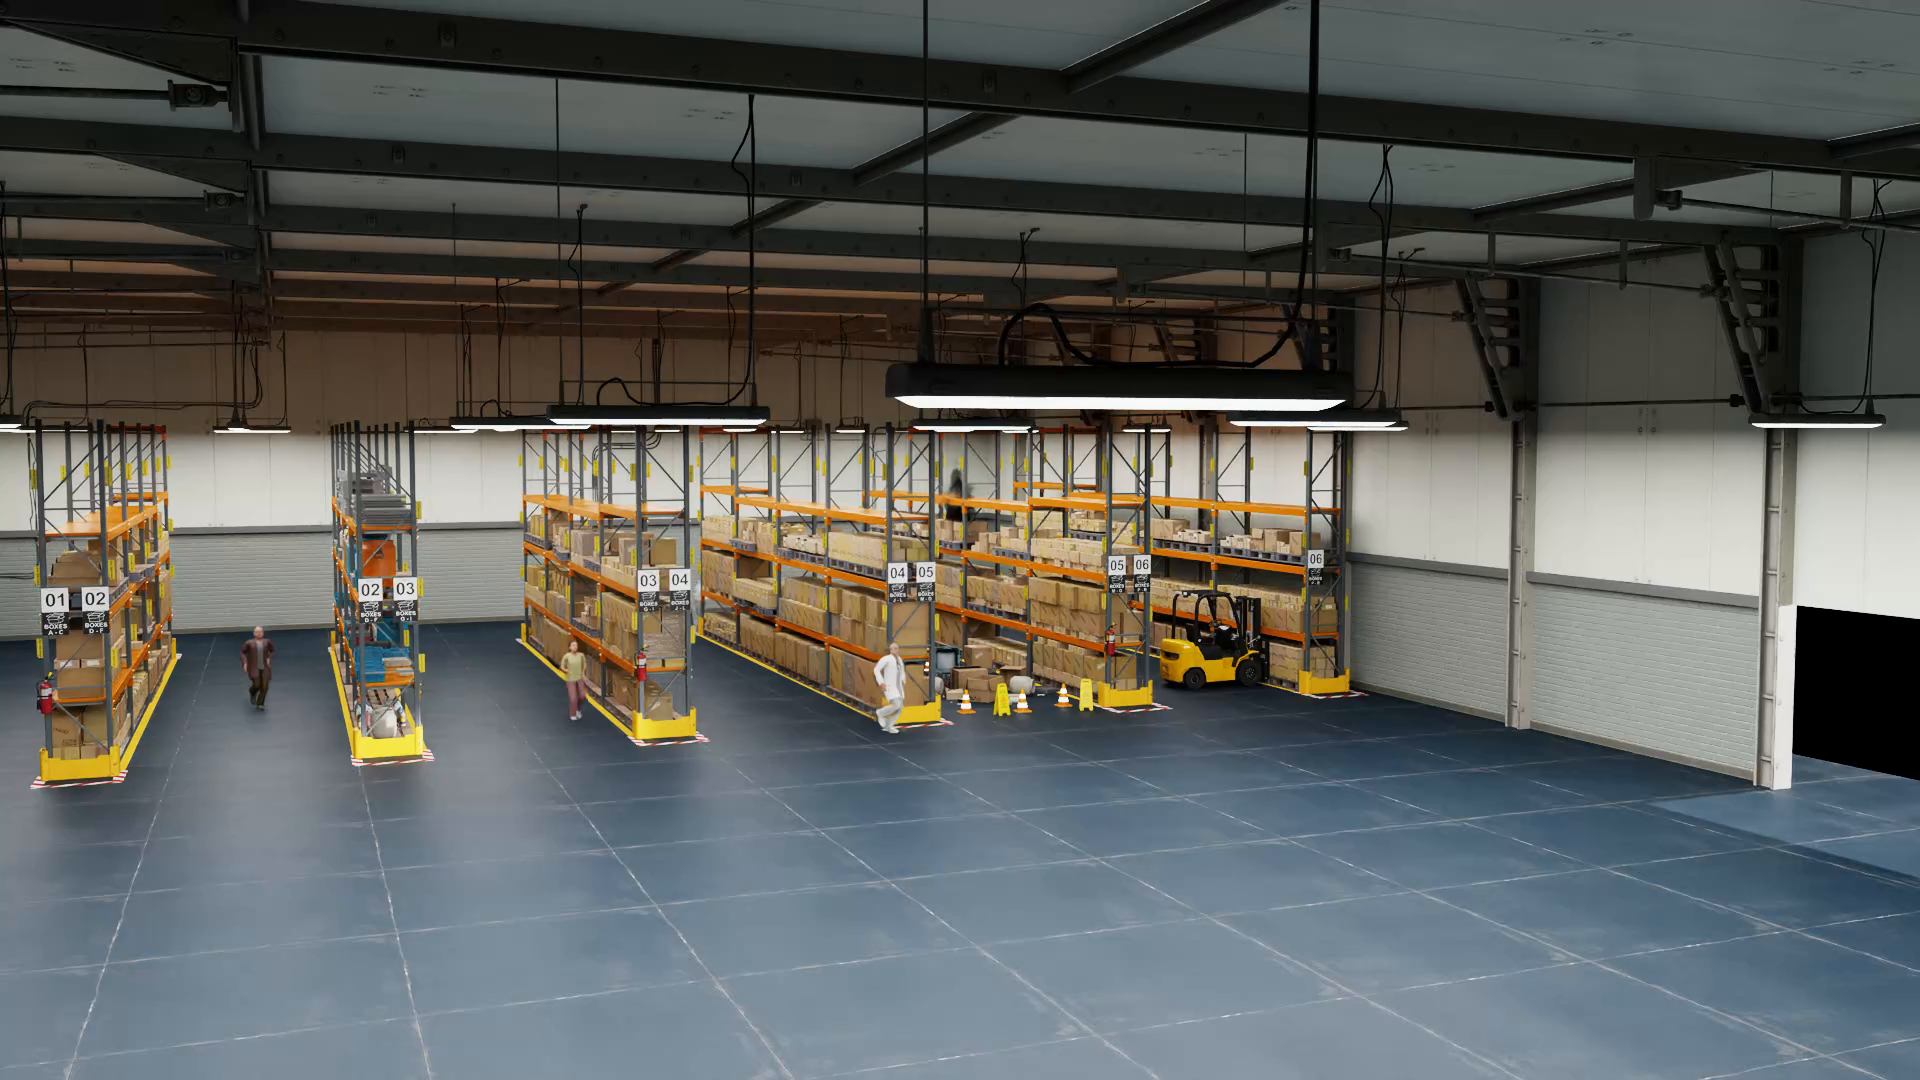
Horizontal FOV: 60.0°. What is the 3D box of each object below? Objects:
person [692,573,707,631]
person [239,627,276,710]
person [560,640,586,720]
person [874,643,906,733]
[{"bbox_3d":[-7.649,1.795,48.990,0.841,1.766,0.715,-3,4,-37],"label":"person"},{"bbox_3d":[-14.643,2.687,34.750,0.707,1.733,0.633,-3,4,-35],"label":"person"},{"bbox_3d":[-7.713,2.815,33.339,0.554,1.628,0.551,-2,4,-26],"label":"person"},{"bbox_3d":[-1.314,2.860,32.132,0.595,1.735,0.732,3,4,38],"label":"person"}]
